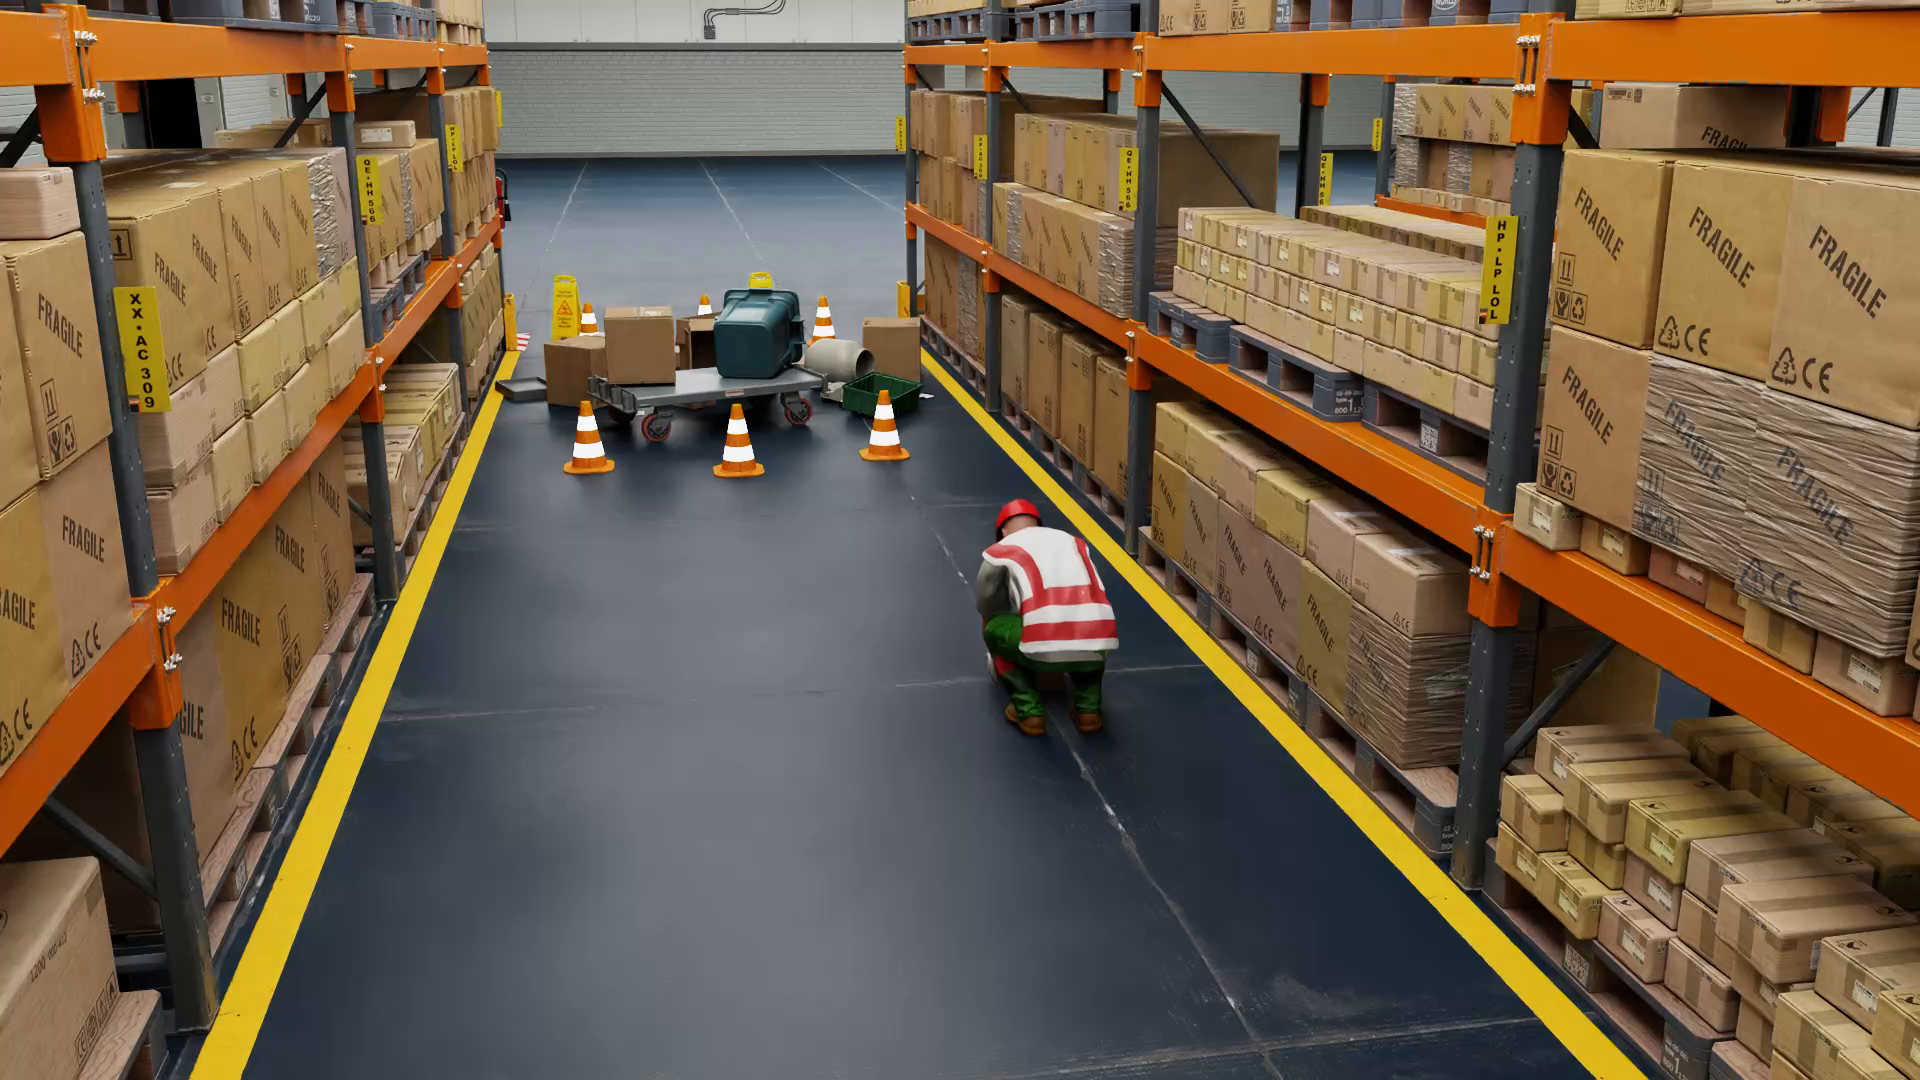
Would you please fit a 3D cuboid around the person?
[{"bbox_3d":[0.362,0.336,7.053,0.560,0.874,0.892,-3,16,-10],"label":"person"}]
